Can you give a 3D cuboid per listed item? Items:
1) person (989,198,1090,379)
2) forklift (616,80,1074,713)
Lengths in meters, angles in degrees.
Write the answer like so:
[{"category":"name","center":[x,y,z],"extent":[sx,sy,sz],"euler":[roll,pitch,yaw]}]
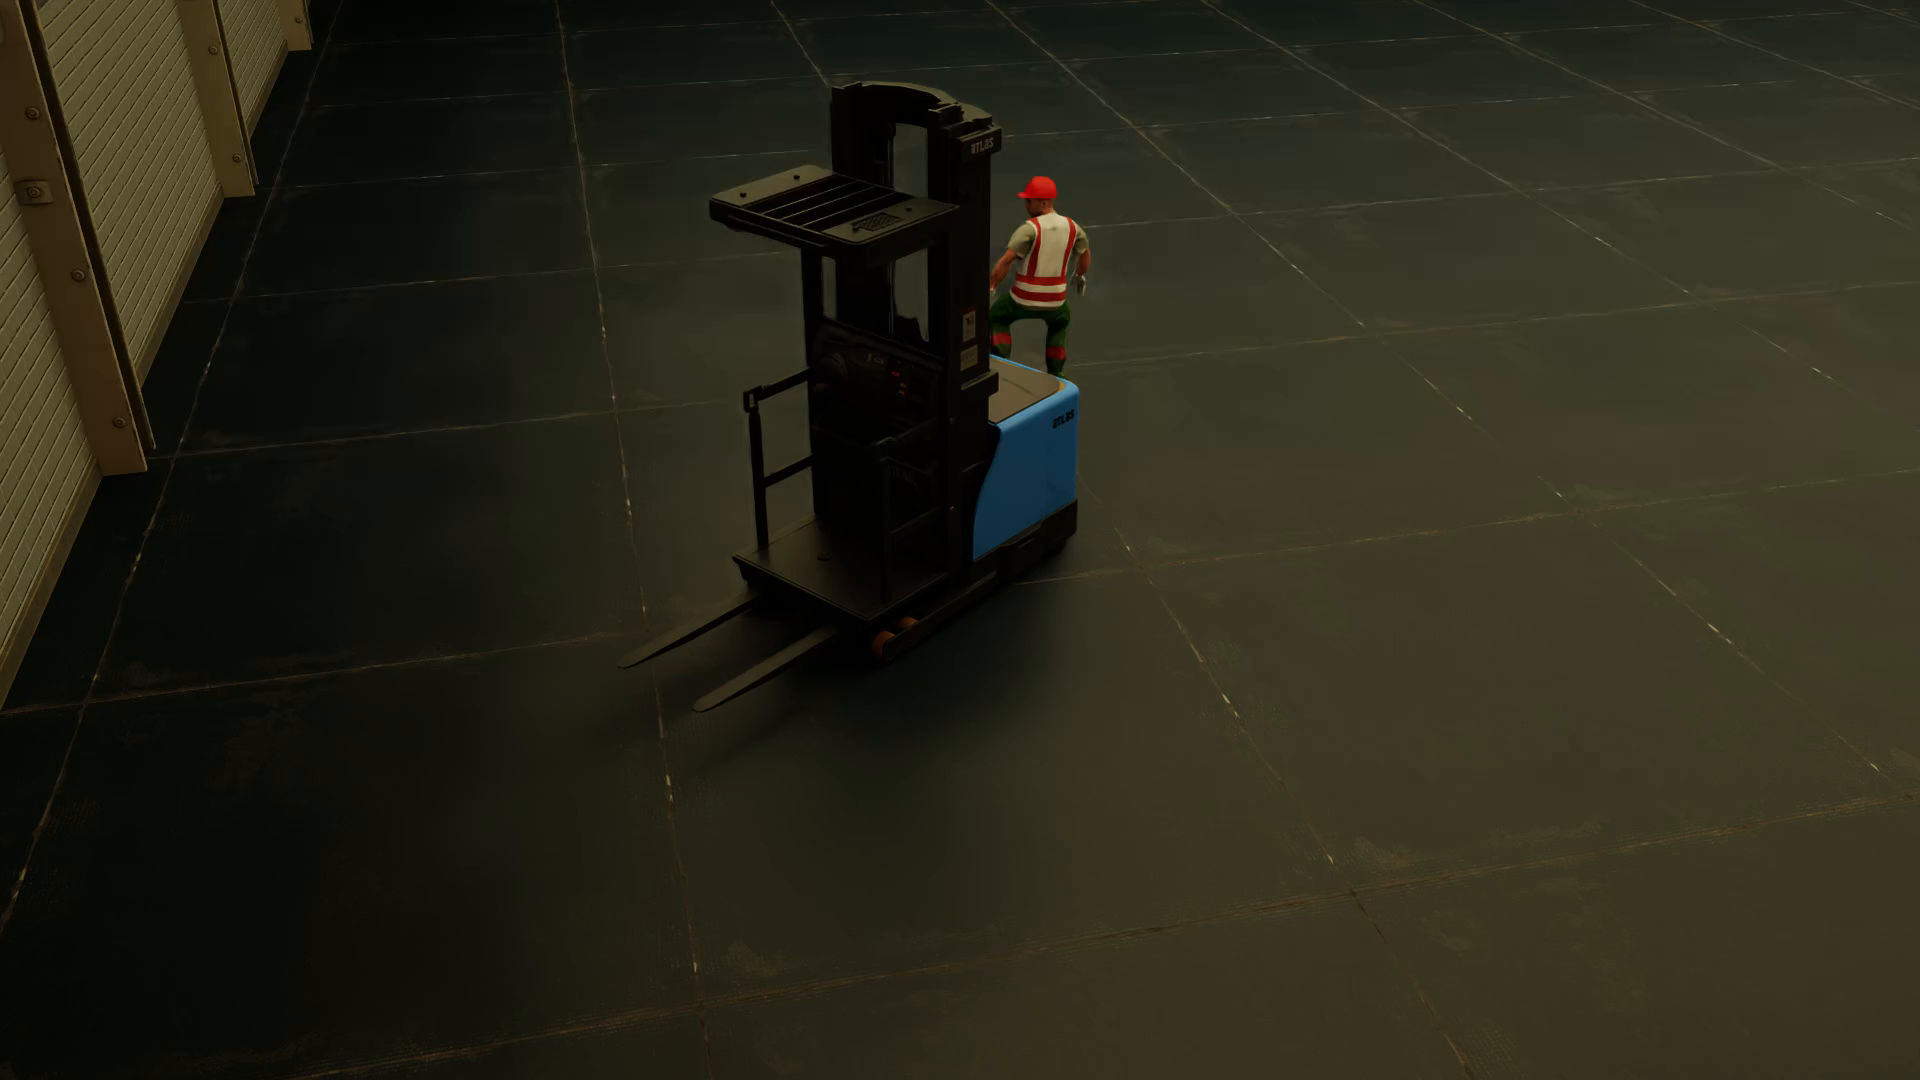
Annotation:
[{"category":"person","center":[0.531,-1.804,11.947],"extent":[0.908,1.542,0.555],"euler":[-7,31,-12]},{"category":"forklift","center":[-0.610,-0.876,9.088],"extent":[1.121,2.935,3.031],"euler":[23,37,34]}]
